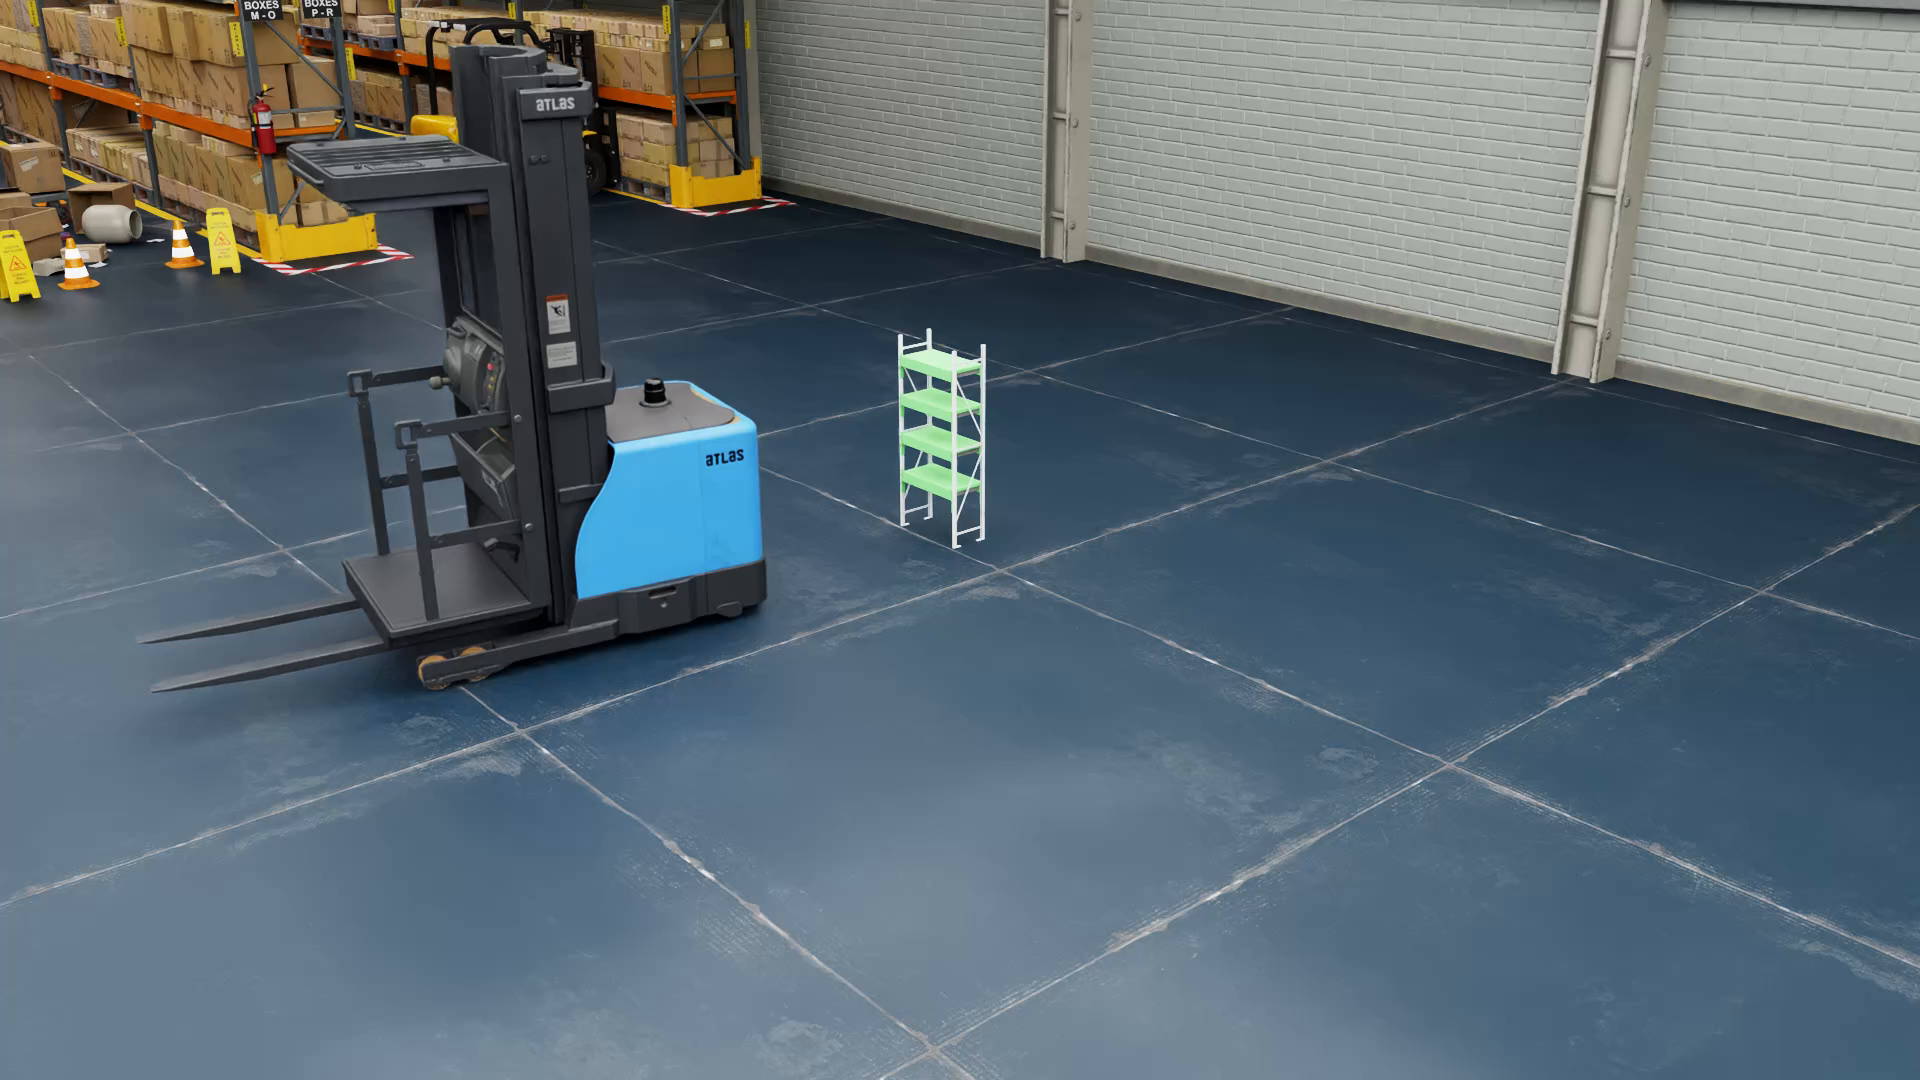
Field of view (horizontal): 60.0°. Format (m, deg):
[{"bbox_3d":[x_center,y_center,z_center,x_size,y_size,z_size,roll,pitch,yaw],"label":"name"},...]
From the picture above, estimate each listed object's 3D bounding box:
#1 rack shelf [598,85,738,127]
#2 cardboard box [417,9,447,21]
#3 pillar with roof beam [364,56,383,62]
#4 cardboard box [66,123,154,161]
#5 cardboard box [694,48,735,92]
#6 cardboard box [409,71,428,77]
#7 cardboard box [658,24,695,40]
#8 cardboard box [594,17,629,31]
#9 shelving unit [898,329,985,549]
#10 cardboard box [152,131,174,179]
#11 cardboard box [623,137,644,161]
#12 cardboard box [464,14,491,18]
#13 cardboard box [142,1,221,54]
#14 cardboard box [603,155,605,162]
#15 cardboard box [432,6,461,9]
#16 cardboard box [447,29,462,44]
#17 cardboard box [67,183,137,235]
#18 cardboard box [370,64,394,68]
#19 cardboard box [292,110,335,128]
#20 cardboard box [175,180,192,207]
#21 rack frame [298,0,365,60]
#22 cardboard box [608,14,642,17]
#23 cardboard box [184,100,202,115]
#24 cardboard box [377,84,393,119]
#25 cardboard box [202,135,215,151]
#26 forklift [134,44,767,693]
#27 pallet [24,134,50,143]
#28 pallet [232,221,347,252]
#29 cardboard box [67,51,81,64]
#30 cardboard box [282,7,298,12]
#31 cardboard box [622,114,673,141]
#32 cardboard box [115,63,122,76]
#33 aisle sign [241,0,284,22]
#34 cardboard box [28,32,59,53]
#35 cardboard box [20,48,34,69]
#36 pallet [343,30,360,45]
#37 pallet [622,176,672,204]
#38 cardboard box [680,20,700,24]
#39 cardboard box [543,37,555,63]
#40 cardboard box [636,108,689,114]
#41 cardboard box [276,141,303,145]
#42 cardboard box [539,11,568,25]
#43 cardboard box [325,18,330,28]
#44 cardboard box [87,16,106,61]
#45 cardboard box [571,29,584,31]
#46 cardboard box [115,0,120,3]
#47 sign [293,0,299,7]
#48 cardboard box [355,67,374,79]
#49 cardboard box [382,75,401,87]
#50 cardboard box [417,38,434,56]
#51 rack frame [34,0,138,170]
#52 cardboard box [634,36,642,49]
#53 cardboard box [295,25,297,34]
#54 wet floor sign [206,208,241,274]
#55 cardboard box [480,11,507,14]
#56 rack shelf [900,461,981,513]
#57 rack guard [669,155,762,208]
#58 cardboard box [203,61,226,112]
[{"bbox_3d":[-4.354,-5.853,21.800,1.077,0.370,4.000,-17,27,-37],"label":"rack shelf"},{"bbox_3d":[-7.923,-7.897,25.008,0.380,0.149,0.250,-17,27,-36],"label":"cardboard box"},{"bbox_3d":[-13.915,-11.126,26.051,9.100,9.000,0.400,-17,27,-37],"label":"pillar with roof beam"},{"bbox_3d":[-11.667,-5.476,22.880,0.950,0.372,0.625,-20,29,-41],"label":"cardboard box"},{"bbox_3d":[-3.162,-5.885,20.758,0.500,0.500,0.500,-16,27,-36],"label":"cardboard box"},{"bbox_3d":[-8.751,-7.527,27.050,0.380,0.149,0.250,-17,27,-37],"label":"cardboard box"},{"bbox_3d":[-3.442,-6.171,20.192,0.380,0.149,0.250,-17,27,-37],"label":"cardboard box"},{"bbox_3d":[-4.448,-6.593,21.271,0.380,0.149,0.250,-17,27,-37],"label":"cardboard box"},{"bbox_3d":[-0.108,-0.604,9.882,0.258,1.200,0.503,-17,27,-37],"label":"shelving unit"},{"bbox_3d":[-9.237,-4.595,19.768,0.500,0.500,0.500,-16,26,-35],"label":"cardboard box"},{"bbox_3d":[-3.922,-4.984,21.106,0.500,0.250,0.500,-18,28,-38],"label":"cardboard box"},{"bbox_3d":[-6.907,-7.476,23.933,0.380,0.149,0.250,-17,27,-37],"label":"cardboard box"},{"bbox_3d":[-8.670,-5.744,18.619,0.700,0.500,0.500,-18,28,-39],"label":"cardboard box"},{"bbox_3d":[-4.588,-5.023,21.890,0.500,0.250,0.500,-16,27,-36],"label":"cardboard box"},{"bbox_3d":[-7.905,-8.152,25.659,0.380,0.149,0.250,-16,27,-36],"label":"cardboard box"},{"bbox_3d":[-7.160,-7.405,24.297,0.500,0.250,0.500,-17,27,-37],"label":"cardboard box"},{"bbox_3d":[-9.749,-3.775,18.933,0.500,0.500,0.500,0,21,-1],"label":"cardboard box"},{"bbox_3d":[-9.756,-7.961,28.160,0.380,0.149,0.250,-17,27,-36],"label":"cardboard box"},{"bbox_3d":[-6.871,-4.479,17.650,0.380,0.149,0.250,-17,27,-37],"label":"cardboard box"},{"bbox_3d":[-8.880,-4.101,19.535,0.500,0.250,0.500,-16,26,-34],"label":"cardboard box"},{"bbox_3d":[-10.882,-8.951,28.723,1.000,3.000,0.127,-17,27,-37],"label":"rack frame"},{"bbox_3d":[-4.411,-6.850,21.925,0.380,0.149,0.250,-18,28,-38],"label":"cardboard box"},{"bbox_3d":[-8.441,-4.859,18.620,0.380,0.149,0.250,-18,27,-38],"label":"cardboard box"},{"bbox_3d":[-9.028,-7.083,26.808,0.500,0.500,0.500,-18,28,-38],"label":"cardboard box"},{"bbox_3d":[-8.150,-4.407,18.400,0.380,0.149,0.250,-16,27,-35],"label":"cardboard box"},{"bbox_3d":[-2.572,-0.852,8.141,3.031,2.935,1.130,-12,25,-29],"label":"forklift"},{"bbox_3d":[-13.278,-5.937,24.853,1.003,0.211,1.213,-17,27,-37],"label":"pallet"},{"bbox_3d":[-7.360,-3.408,18.396,1.003,0.211,1.213,-17,27,-37],"label":"pallet"},{"bbox_3d":[-11.491,-6.354,21.862,0.380,0.149,0.250,-17,27,-37],"label":"cardboard box"},{"bbox_3d":[-11.737,-9.237,29.252,0.500,0.250,0.500,-17,27,-37],"label":"cardboard box"},{"bbox_3d":[-3.923,-5.209,20.993,0.500,0.250,0.500,-17,27,-36],"label":"cardboard box"},{"bbox_3d":[-10.121,-5.790,20.422,0.380,0.149,0.250,-18,28,-39],"label":"cardboard box"},{"bbox_3d":[-6.986,-5.577,16.545,0.394,0.787,0.004,-17,27,-37],"label":"aisle sign"},{"bbox_3d":[-12.537,-6.899,23.005,0.500,0.250,0.500,-18,27,-38],"label":"cardboard box"},{"bbox_3d":[-12.901,-6.808,23.459,0.500,0.250,0.500,-17,27,-37],"label":"cardboard box"},{"bbox_3d":[-9.544,-8.292,27.306,1.003,0.211,1.213,-17,27,-37],"label":"pallet"},{"bbox_3d":[-3.580,-4.538,21.281,1.003,0.211,1.213,-17,27,-37],"label":"pallet"},{"bbox_3d":[-3.434,-6.416,20.817,0.380,0.149,0.250,-17,27,-36],"label":"cardboard box"},{"bbox_3d":[-5.215,-6.462,22.233,0.500,0.500,0.500,-17,27,-37],"label":"cardboard box"},{"bbox_3d":[-3.866,-5.472,21.665,0.500,0.250,0.500,-18,27,-38],"label":"cardboard box"},{"bbox_3d":[-7.805,-4.296,19.005,0.500,0.500,0.500,-17,27,-36],"label":"cardboard box"},{"bbox_3d":[-5.424,-7.022,22.365,0.380,0.149,0.250,-17,27,-37],"label":"cardboard box"},{"bbox_3d":[-10.265,-8.608,27.458,0.396,0.266,0.258,-16,26,-35],"label":"cardboard box"},{"bbox_3d":[-10.550,-6.292,20.814,0.500,0.500,0.500,-16,27,-36],"label":"cardboard box"},{"bbox_3d":[-4.837,-6.578,21.638,0.380,0.149,0.250,-19,28,-39],"label":"cardboard box"},{"bbox_3d":[-10.747,-6.961,21.632,0.380,0.149,0.250,-19,28,-40],"label":"cardboard box"},{"bbox_3d":[-11.288,-9.222,28.230,0.100,0.325,0.005,-17,27,-37],"label":"sign"},{"bbox_3d":[-9.949,-7.776,27.686,0.380,0.149,0.250,-16,27,-36],"label":"cardboard box"},{"bbox_3d":[-8.987,-7.323,26.531,0.380,0.149,0.250,-19,28,-40],"label":"cardboard box"},{"bbox_3d":[-7.842,-7.455,25.110,0.500,0.250,0.500,-18,28,-39],"label":"cardboard box"},{"bbox_3d":[-12.029,-6.663,22.882,1.000,3.000,0.127,-17,27,-37],"label":"rack frame"},{"bbox_3d":[-3.799,-6.163,20.579,0.380,0.149,0.250,-17,27,-36],"label":"cardboard box"},{"bbox_3d":[-11.467,-8.928,29.011,0.380,0.149,0.250,-17,27,-36],"label":"cardboard box"},{"bbox_3d":[-7.493,-3.049,16.884,0.267,0.644,0.232,-8,23,-19],"label":"wet floor sign"},{"bbox_3d":[-6.888,-7.733,24.587,0.380,0.149,0.250,-16,27,-36],"label":"cardboard box"},{"bbox_3d":[-0.108,-0.321,9.993,0.258,0.148,0.480,-17,27,-37],"label":"rack shelf"},{"bbox_3d":[-3.033,-4.465,20.697,1.175,0.500,0.348,-17,27,-37],"label":"rack guard"},{"bbox_3d":[-7.693,-4.861,17.738,0.500,0.500,0.500,-17,27,-37],"label":"cardboard box"}]
